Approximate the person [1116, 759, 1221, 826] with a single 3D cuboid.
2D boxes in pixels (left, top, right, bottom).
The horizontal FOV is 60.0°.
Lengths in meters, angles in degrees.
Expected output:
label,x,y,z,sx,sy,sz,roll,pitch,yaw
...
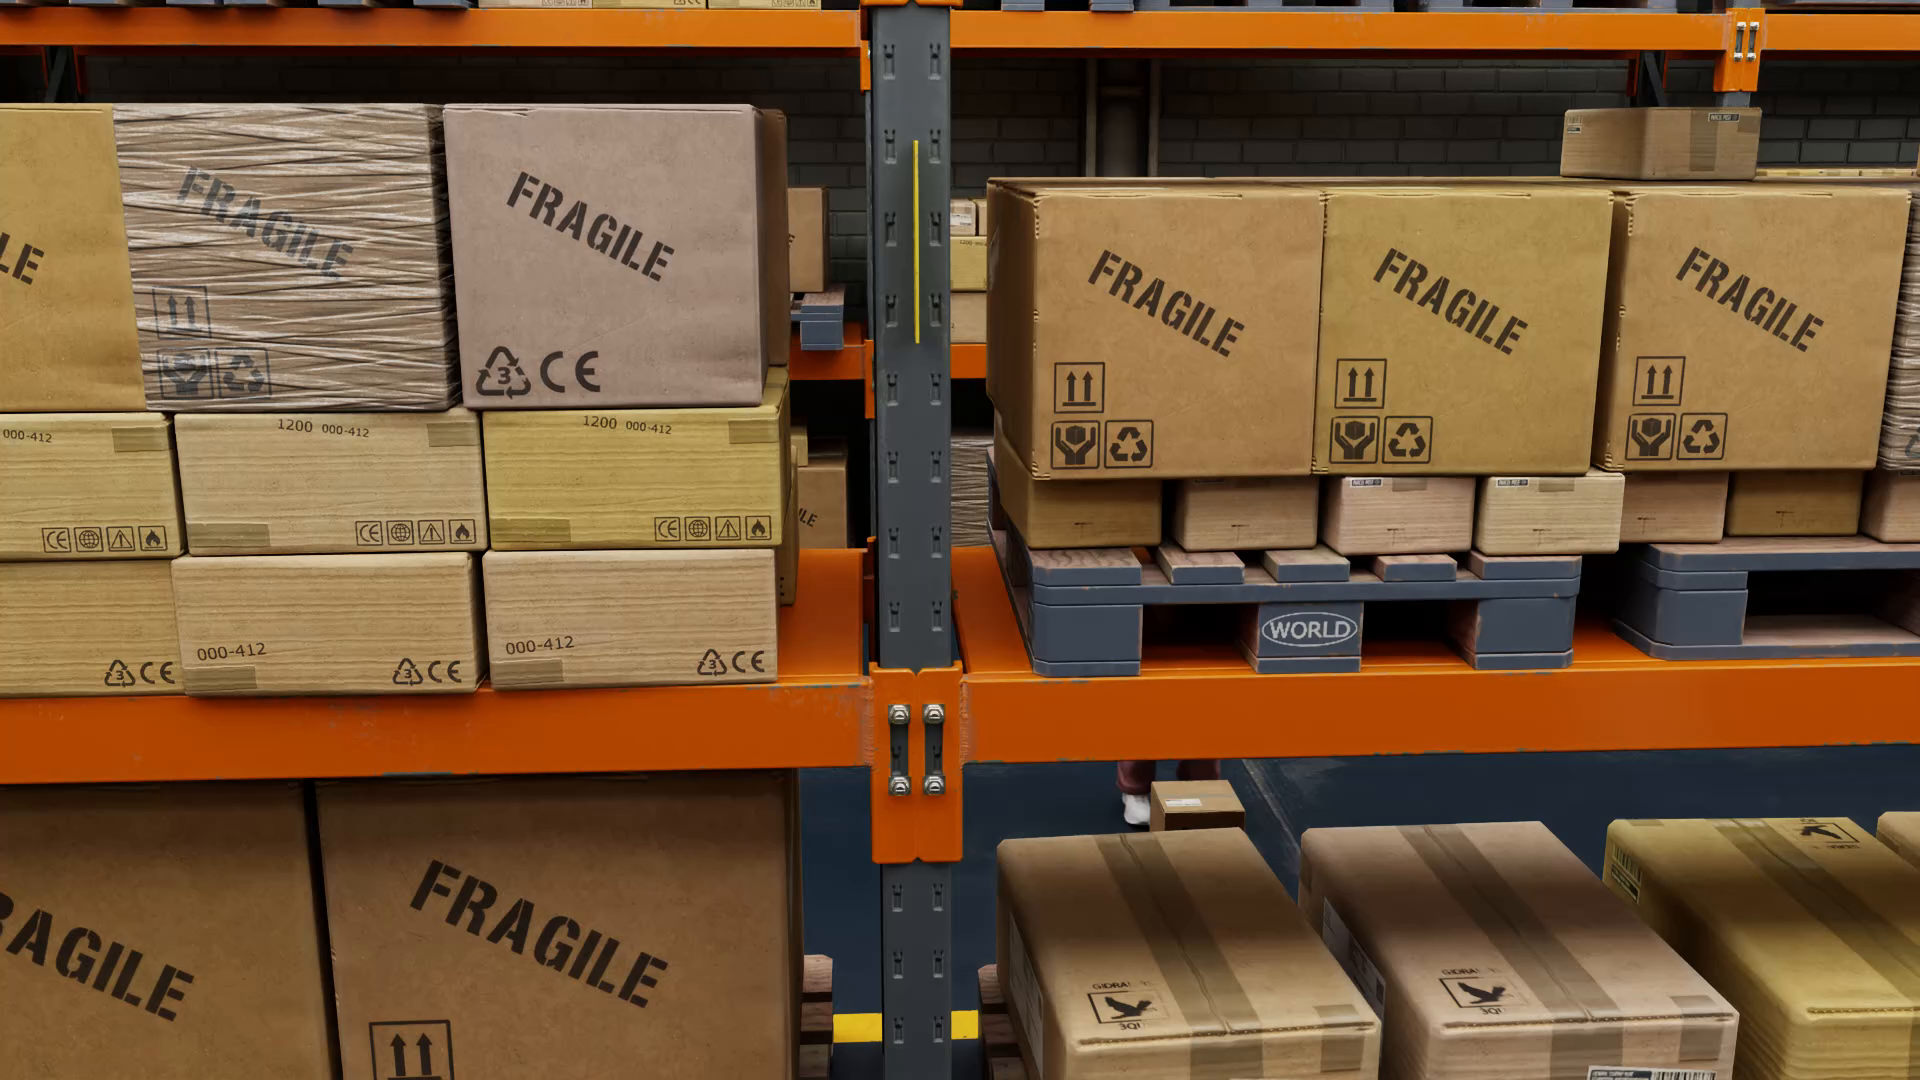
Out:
label,x,y,z,sx,sy,sz,roll,pitch,yaw
person,0.733,0.120,5.517,0.442,1.670,0.365,-1,14,-2
